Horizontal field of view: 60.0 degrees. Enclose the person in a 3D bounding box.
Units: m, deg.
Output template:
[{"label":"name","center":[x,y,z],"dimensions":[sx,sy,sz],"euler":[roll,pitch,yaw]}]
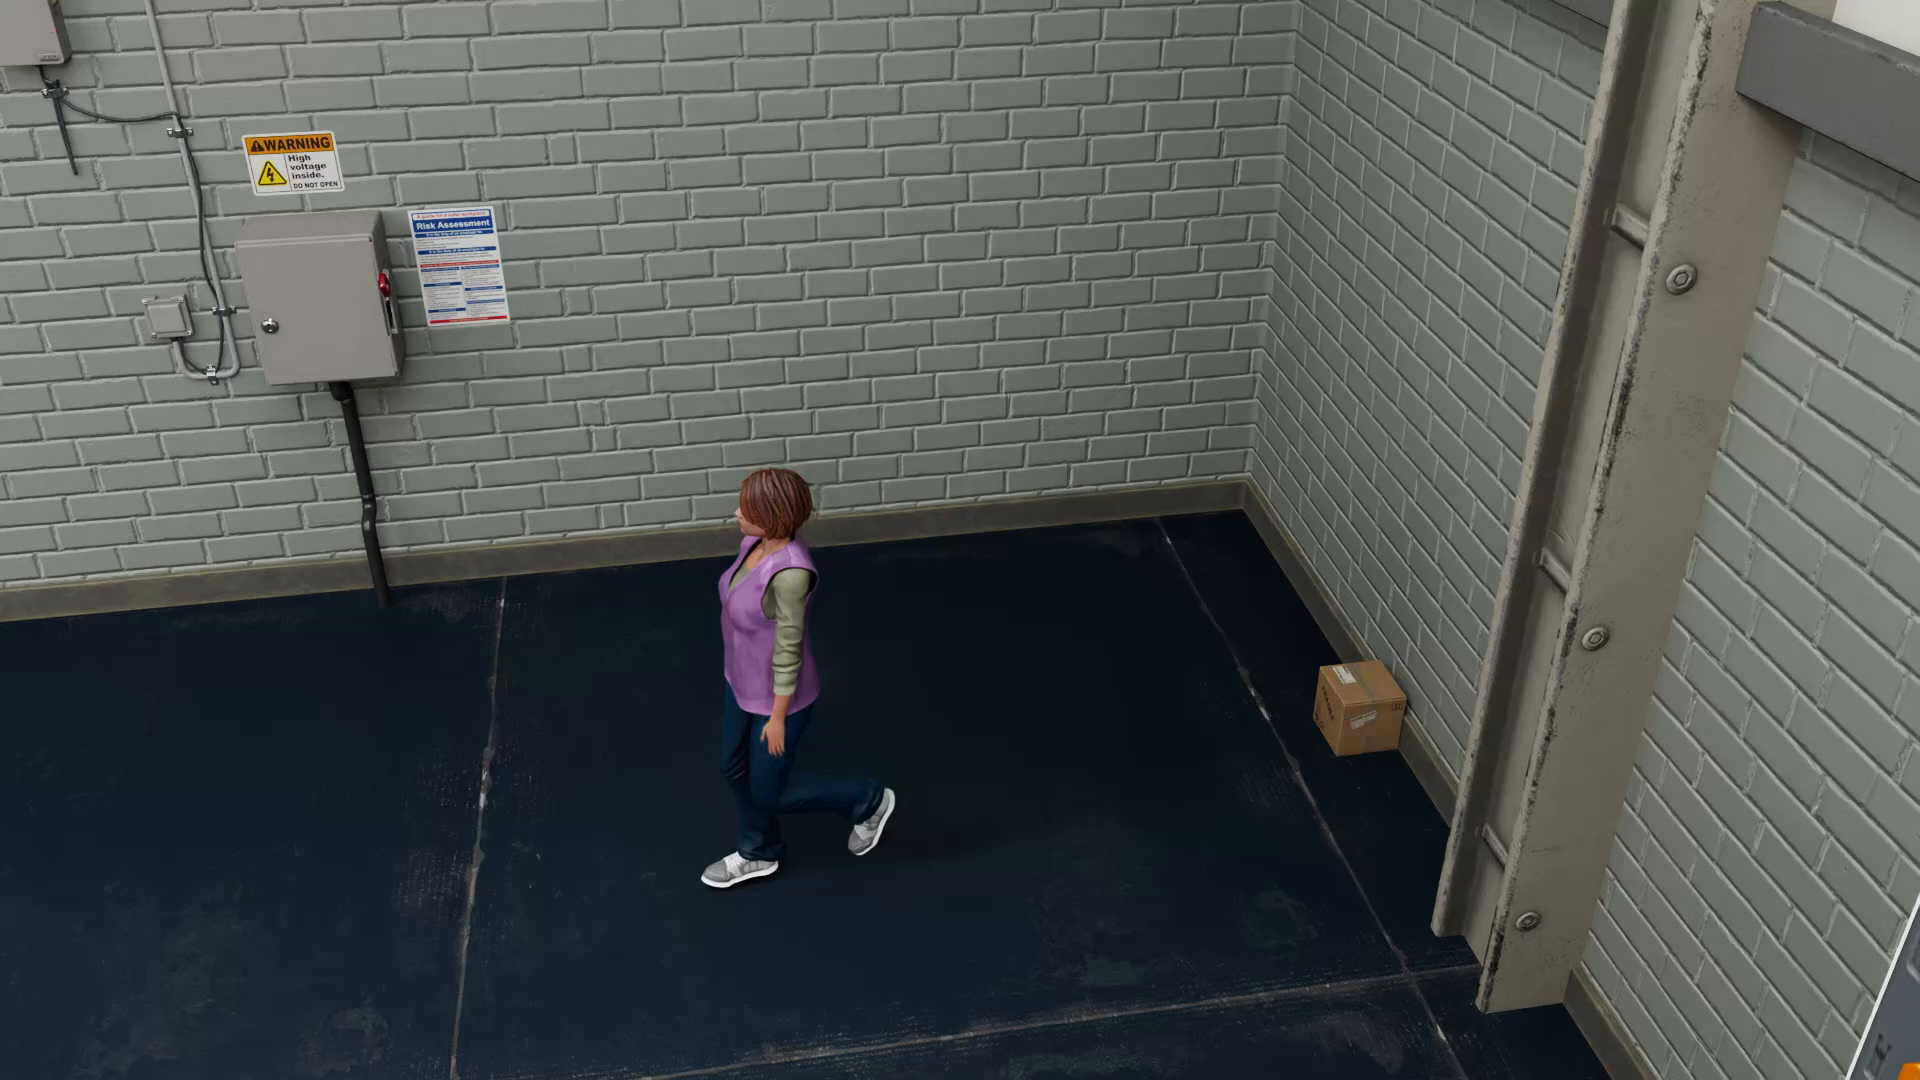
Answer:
[{"label":"person","center":[-0.559,0.470,5.346],"dimensions":[0.657,1.561,0.409],"euler":[-13,33,-20]}]
